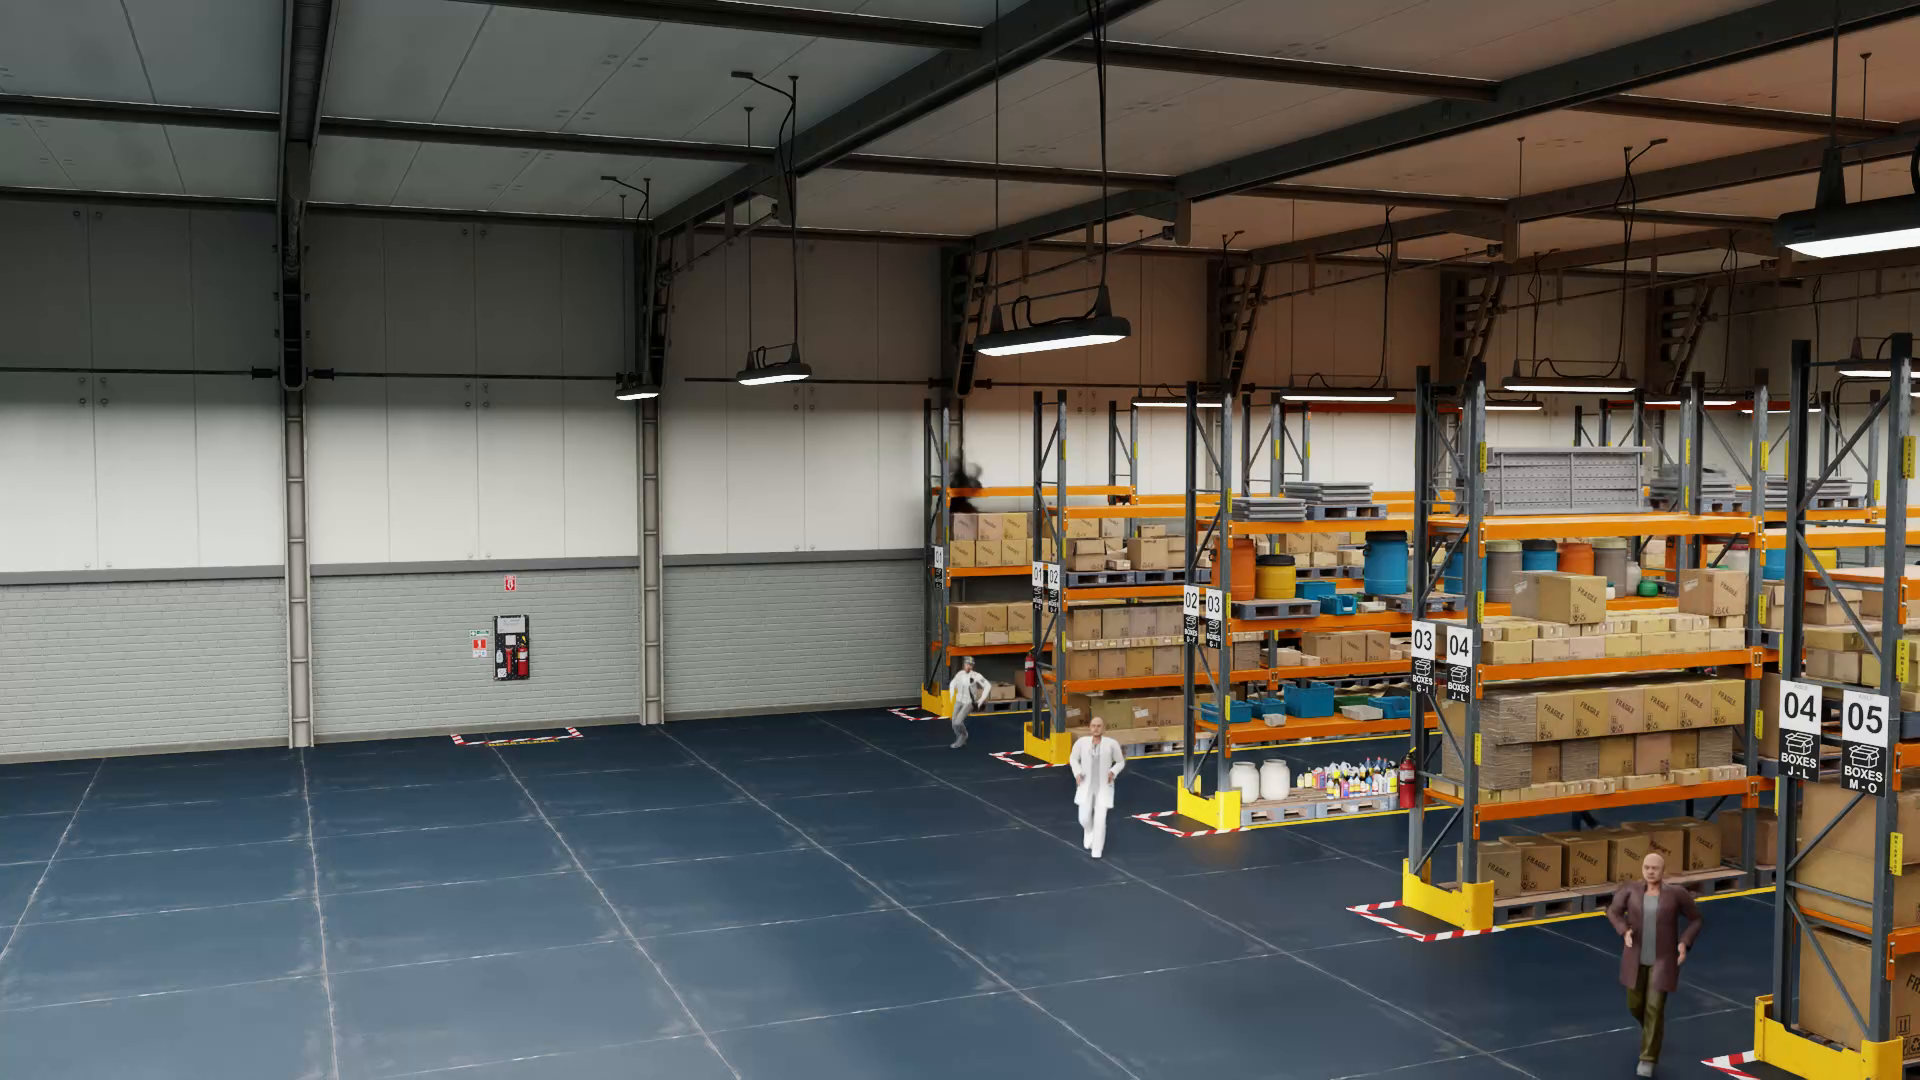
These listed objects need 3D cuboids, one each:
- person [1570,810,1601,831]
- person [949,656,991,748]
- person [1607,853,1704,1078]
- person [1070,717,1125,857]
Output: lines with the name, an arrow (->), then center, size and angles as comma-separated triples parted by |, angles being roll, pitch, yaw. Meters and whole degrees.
person -> 7.833, 3.123, 20.967 | 0.877, 1.605, 0.538 | -2, 4, -33
person -> 0.101, 2.733, 27.906 | 0.734, 1.599, 0.564 | 2, 4, 35
person -> 5.718, 3.465, 13.756 | 0.735, 1.763, 0.873 | 2, 4, 36
person -> 1.696, 3.075, 20.732 | 0.708, 1.726, 0.660 | 1, 3, 11
